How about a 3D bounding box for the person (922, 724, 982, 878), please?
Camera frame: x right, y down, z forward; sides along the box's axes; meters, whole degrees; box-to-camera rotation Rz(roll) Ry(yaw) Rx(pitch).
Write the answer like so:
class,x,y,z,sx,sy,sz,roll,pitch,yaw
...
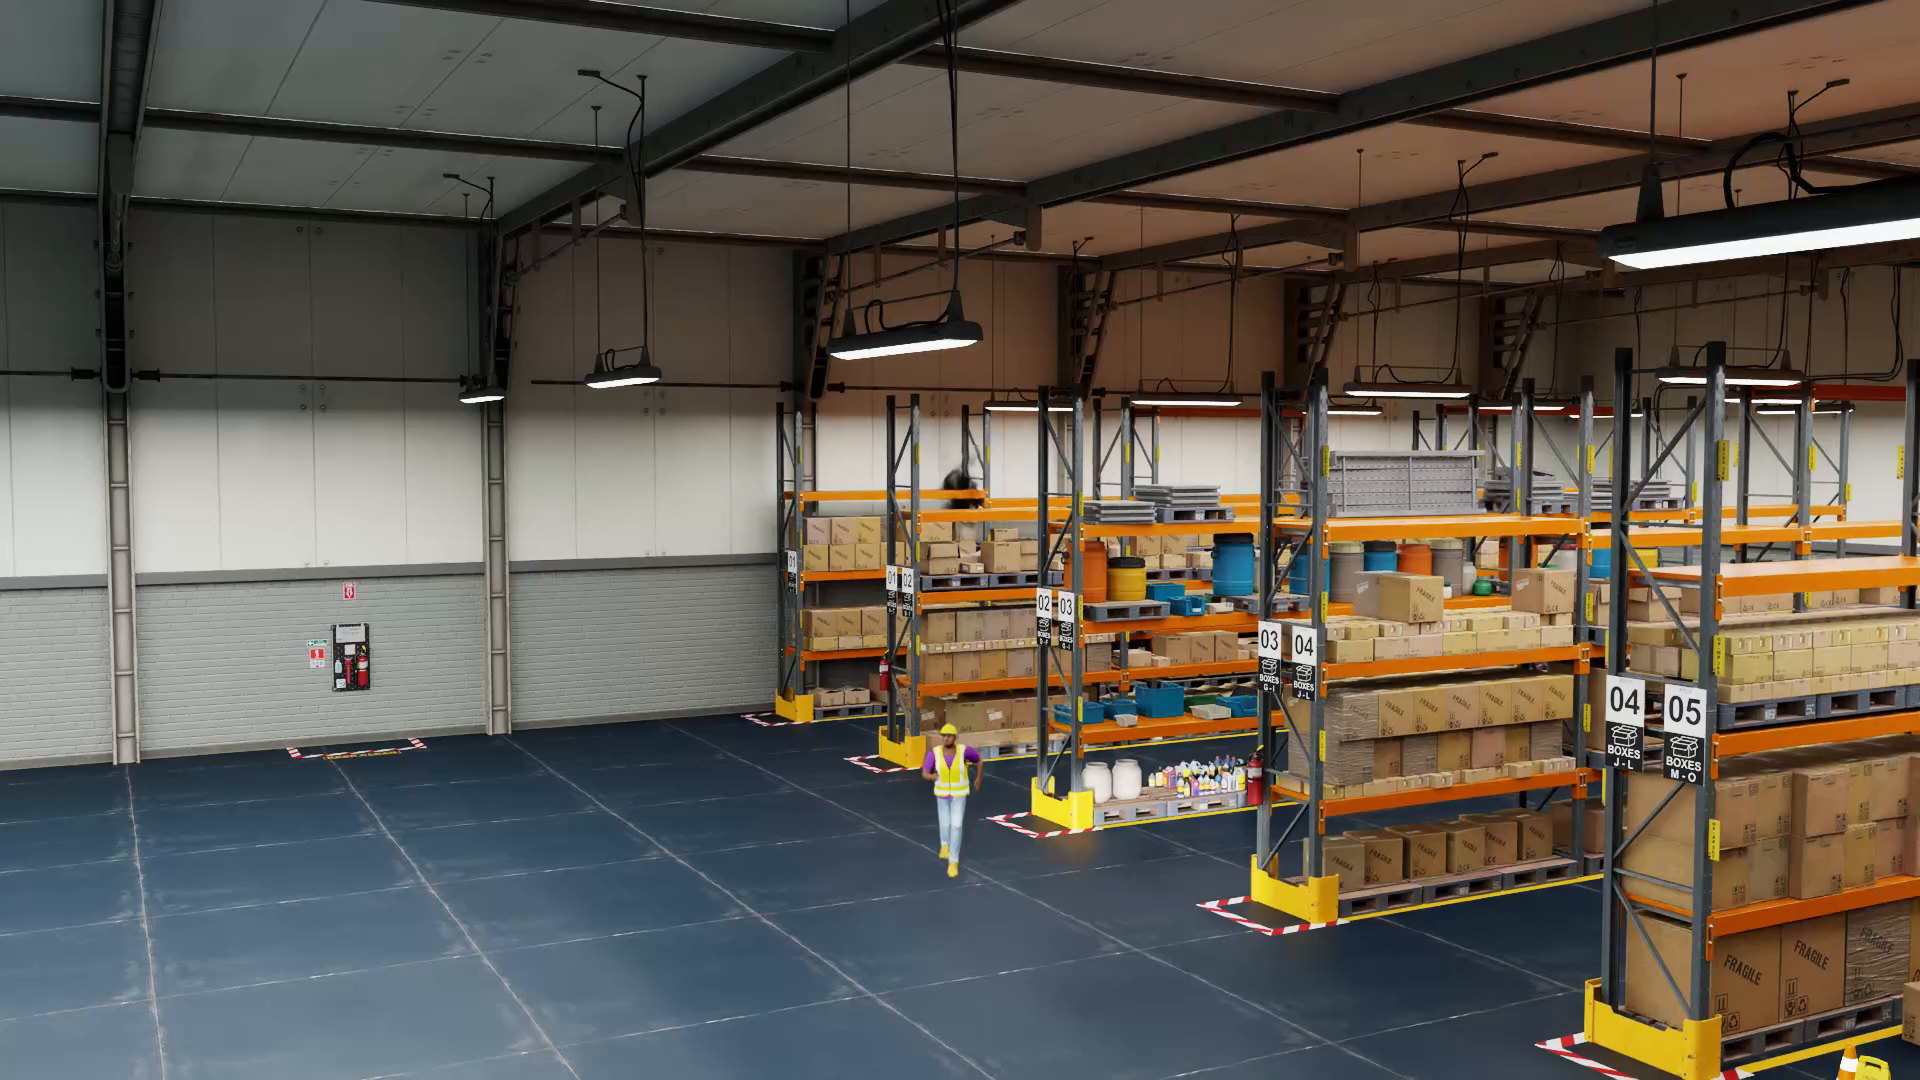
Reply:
class,x,y,z,sx,sy,sz,roll,pitch,yaw
person,-0.099,3.131,20.300,0.710,1.805,0.918,0,3,9
